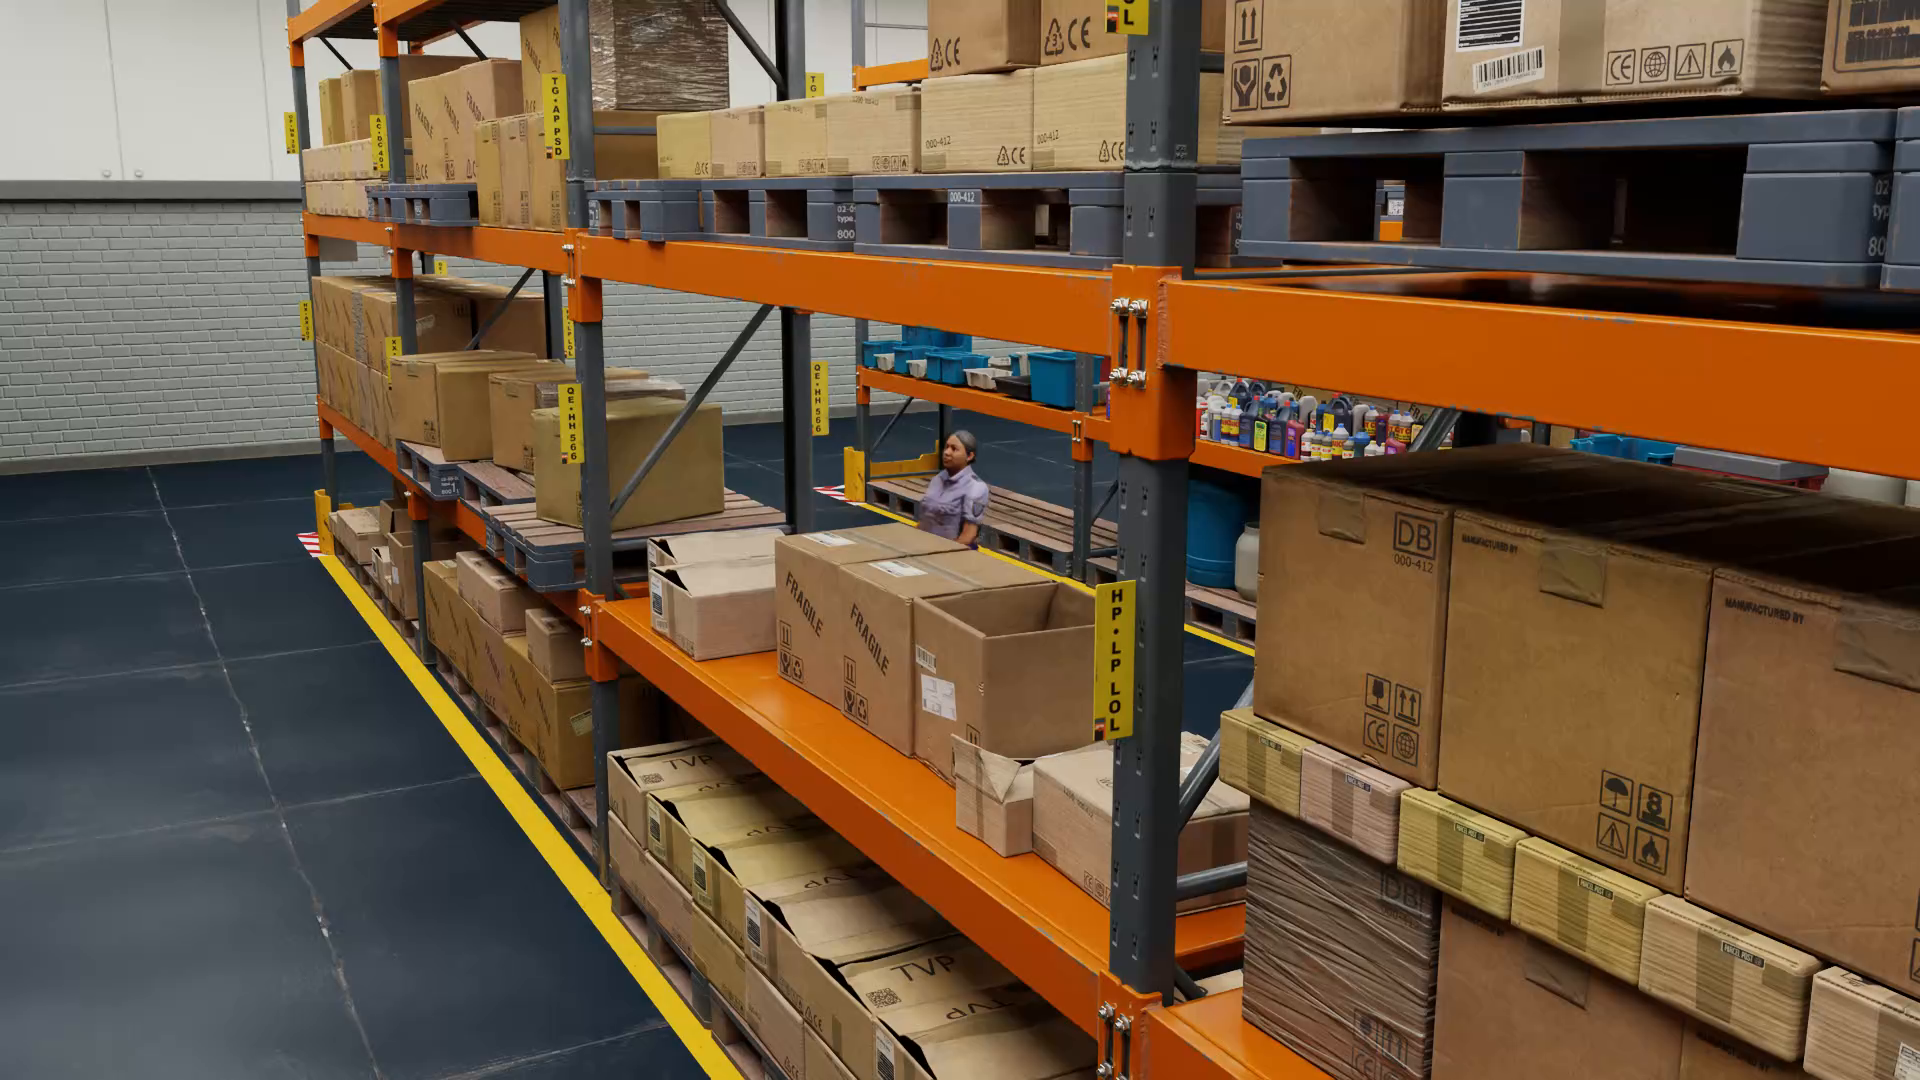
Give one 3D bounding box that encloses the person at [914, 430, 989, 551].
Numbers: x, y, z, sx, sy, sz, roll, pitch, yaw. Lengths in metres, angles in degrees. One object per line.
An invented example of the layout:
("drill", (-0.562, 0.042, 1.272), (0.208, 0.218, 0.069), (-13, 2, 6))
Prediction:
("person", (-0.117, 0.198, 9.554), (0.474, 1.642, 0.532), (-9, 15, -38))
